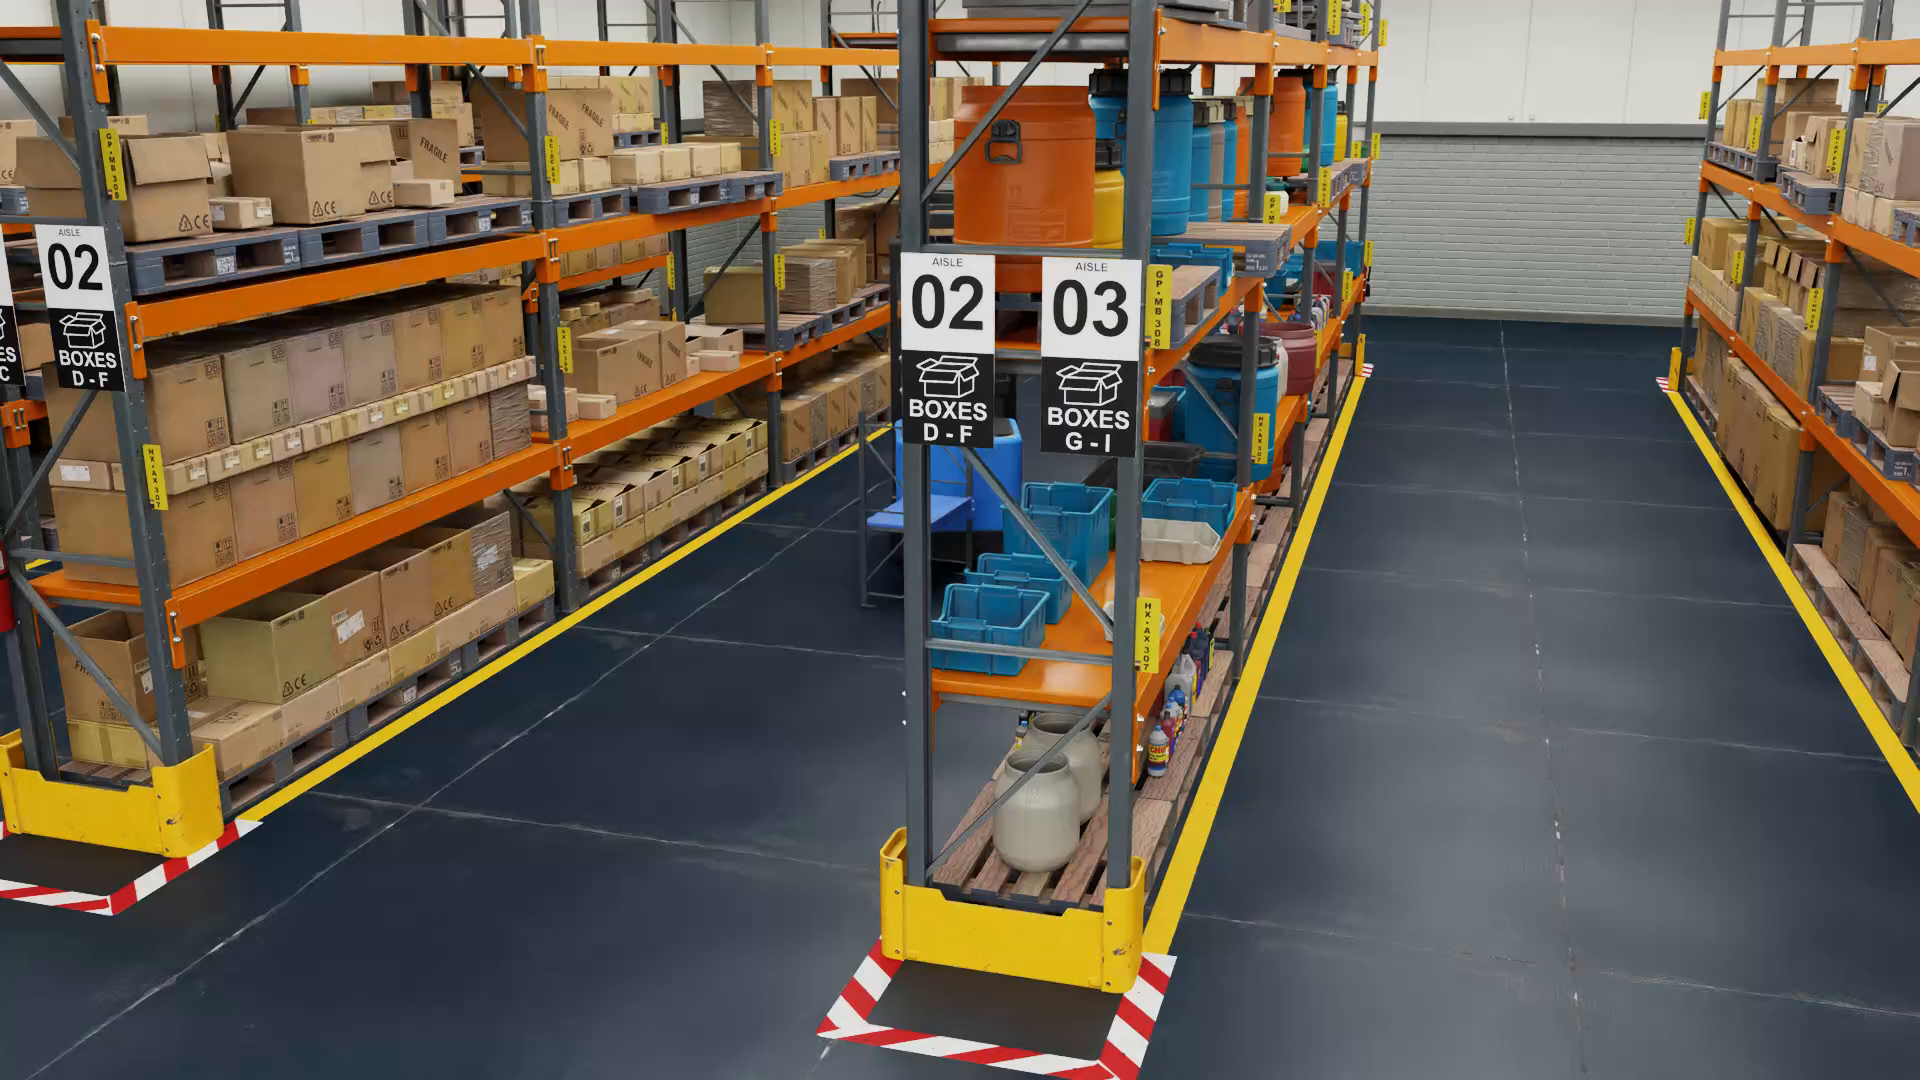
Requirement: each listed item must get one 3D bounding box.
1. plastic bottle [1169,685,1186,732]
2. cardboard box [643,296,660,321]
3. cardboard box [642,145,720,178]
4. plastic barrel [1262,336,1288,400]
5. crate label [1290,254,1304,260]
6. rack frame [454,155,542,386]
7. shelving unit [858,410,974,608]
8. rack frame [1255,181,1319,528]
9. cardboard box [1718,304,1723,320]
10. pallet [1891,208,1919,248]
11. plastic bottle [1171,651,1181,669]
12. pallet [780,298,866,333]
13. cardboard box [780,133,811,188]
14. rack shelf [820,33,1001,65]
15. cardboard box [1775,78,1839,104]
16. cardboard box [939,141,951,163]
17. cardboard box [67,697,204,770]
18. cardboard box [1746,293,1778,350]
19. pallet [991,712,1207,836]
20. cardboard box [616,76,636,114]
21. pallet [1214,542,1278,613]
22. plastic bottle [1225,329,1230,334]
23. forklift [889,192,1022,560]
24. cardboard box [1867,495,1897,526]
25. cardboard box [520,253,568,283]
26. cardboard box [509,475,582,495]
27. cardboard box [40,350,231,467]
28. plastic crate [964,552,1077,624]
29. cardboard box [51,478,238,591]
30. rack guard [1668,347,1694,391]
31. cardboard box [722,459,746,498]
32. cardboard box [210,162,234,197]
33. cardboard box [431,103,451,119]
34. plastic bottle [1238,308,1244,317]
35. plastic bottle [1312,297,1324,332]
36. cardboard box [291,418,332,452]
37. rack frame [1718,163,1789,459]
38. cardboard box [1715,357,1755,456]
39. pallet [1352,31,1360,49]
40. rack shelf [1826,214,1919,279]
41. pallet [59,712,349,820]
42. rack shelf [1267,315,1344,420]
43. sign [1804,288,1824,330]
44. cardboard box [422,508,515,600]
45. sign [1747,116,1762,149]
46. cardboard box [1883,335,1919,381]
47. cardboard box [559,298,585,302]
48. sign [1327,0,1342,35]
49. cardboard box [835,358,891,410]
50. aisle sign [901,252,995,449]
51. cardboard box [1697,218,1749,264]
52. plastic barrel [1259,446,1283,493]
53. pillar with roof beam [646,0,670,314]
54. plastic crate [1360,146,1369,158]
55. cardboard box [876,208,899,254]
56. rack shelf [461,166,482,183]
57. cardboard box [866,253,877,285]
[{"bbox_3d":[1.253,0.968,9.612,0.097,0.271,0.097,0,16,0],"label":"plastic bottle"},{"bbox_3d":[-4.799,-3.276,24.195,0.700,0.500,0.500,5,16,16],"label":"cardboard box"},{"bbox_3d":[-2.426,-3.303,14.485,0.500,0.250,0.500,5,17,17],"label":"cardboard box"},{"bbox_3d":[2.441,-1.375,13.474,0.421,0.512,0.421,0,16,0],"label":"plastic barrel"},{"bbox_3d":[4.416,-3.609,21.752,0.416,0.233,0.303,5,16,16],"label":"crate label"},{"bbox_3d":[-5.833,-3.421,20.894,1.000,3.000,0.127,5,16,16],"label":"rack frame"},{"bbox_3d":[-0.321,-0.329,12.742,0.538,1.500,1.048,6,17,21],"label":"shelving unit"},{"bbox_3d":[2.529,-1.607,14.496,1.000,3.000,0.127,5,16,16],"label":"rack frame"},{"bbox_3d":[8.406,-2.455,17.948,0.380,0.149,0.250,5,17,17],"label":"cardboard box"},{"bbox_3d":[6.710,-1.953,10.567,1.213,0.211,1.003,5,16,16],"label":"pallet"},{"bbox_3d":[1.282,0.775,10.286,0.152,0.276,0.135,5,16,16],"label":"plastic bottle"},{"bbox_3d":[-1.671,-2.408,17.675,1.003,0.211,1.213,5,16,16],"label":"pallet"},{"bbox_3d":[-1.983,-3.733,16.313,0.910,0.500,0.500,5,16,16],"label":"cardboard box"},{"bbox_3d":[-0.514,-6.100,20.668,1.077,0.370,4.000,5,16,16],"label":"rack shelf"},{"bbox_3d":[8.688,-4.617,17.101,0.500,0.250,0.500,4,16,12],"label":"cardboard box"},{"bbox_3d":[-0.418,-4.778,20.456,0.500,0.250,0.500,5,16,16],"label":"cardboard box"},{"bbox_3d":[-4.624,1.059,9.368,0.500,0.250,0.500,5,16,16],"label":"cardboard box"},{"bbox_3d":[7.902,-2.084,15.998,0.500,0.500,0.500,5,16,16],"label":"cardboard box"},{"bbox_3d":[0.816,1.274,9.450,1.003,0.211,1.213,5,16,16],"label":"pallet"},{"bbox_3d":[-4.795,-6.107,22.813,0.500,0.500,0.500,5,17,18],"label":"cardboard box"},{"bbox_3d":[1.923,0.253,13.051,1.003,0.211,1.213,5,16,16],"label":"pallet"},{"bbox_3d":[2.544,-1.917,15.956,0.097,0.201,0.097,0,16,0],"label":"plastic bottle"},{"bbox_3d":[-0.068,-1.594,14.576,1.130,2.935,3.031,-1,16,-2],"label":"forklift"},{"bbox_3d":[6.975,-0.275,12.203,0.500,0.250,0.500,7,17,22],"label":"cardboard box"},{"bbox_3d":[-5.663,-3.706,21.349,0.980,0.700,0.700,5,17,17],"label":"cardboard box"},{"bbox_3d":[-3.374,-0.359,13.339,0.500,0.311,0.500,5,17,17],"label":"cardboard box"},{"bbox_3d":[-4.333,-0.706,8.760,0.700,0.500,0.500,5,16,16],"label":"cardboard box"},{"bbox_3d":[0.301,0.234,8.278,0.499,0.251,0.408,5,16,16],"label":"plastic crate"},{"bbox_3d":[-4.348,-0.068,8.888,0.700,0.500,0.500,5,16,16],"label":"cardboard box"},{"bbox_3d":[9.558,-2.119,20.884,1.175,0.500,0.348,5,16,16],"label":"rack guard"},{"bbox_3d":[-2.278,-0.579,15.143,0.500,0.250,0.500,4,16,15],"label":"cardboard box"},{"bbox_3d":[-4.260,-2.035,9.648,0.500,0.311,0.500,7,17,22],"label":"cardboard box"},{"bbox_3d":[-6.285,-4.752,19.099,0.700,0.500,0.500,4,16,15],"label":"cardboard box"},{"bbox_3d":[2.840,-2.199,16.812,0.152,0.276,0.135,5,16,16],"label":"plastic bottle"},{"bbox_3d":[3.665,-2.315,17.085,0.144,0.351,0.185,5,16,16],"label":"plastic bottle"},{"bbox_3d":[-3.883,-0.615,9.628,0.380,0.149,0.250,4,16,14],"label":"cardboard box"},{"bbox_3d":[8.414,-2.269,16.832,1.000,3.000,0.127,5,16,16],"label":"rack frame"},{"bbox_3d":[8.252,-1.280,16.469,1.225,0.875,0.875,5,16,16],"label":"cardboard box"},{"bbox_3d":[3.460,-5.037,16.676,1.003,0.211,1.213,5,16,16],"label":"pallet"},{"bbox_3d":[6.709,-1.796,10.986,1.077,0.370,4.000,5,16,16],"label":"rack shelf"},{"bbox_3d":[-4.316,1.240,9.572,1.003,0.211,1.213,5,16,16],"label":"pallet"},{"bbox_3d":[3.097,-1.784,16.439,1.077,0.370,4.000,5,16,16],"label":"rack shelf"},{"bbox_3d":[6.744,-1.822,13.133,0.100,0.325,0.005,5,16,16],"label":"sign"},{"bbox_3d":[-3.432,0.083,11.434,0.500,0.500,0.500,5,16,16],"label":"cardboard box"},{"bbox_3d":[7.882,-4.041,16.491,0.100,0.325,0.005,5,16,16],"label":"sign"},{"bbox_3d":[7.100,-1.174,12.020,0.700,0.500,0.500,7,17,24],"label":"cardboard box"},{"bbox_3d":[-5.387,-3.239,22.873,0.380,0.149,0.250,4,16,15],"label":"cardboard box"},{"bbox_3d":[3.058,-4.297,13.578,0.100,0.325,0.005,5,16,16],"label":"sign"},{"bbox_3d":[-1.097,-1.767,18.837,0.500,0.500,0.500,5,16,16],"label":"cardboard box"},{"bbox_3d":[-0.050,-0.768,6.777,0.394,0.787,0.004,5,16,16],"label":"aisle sign"},{"bbox_3d":[9.014,-3.512,19.569,0.500,0.500,0.500,4,16,15],"label":"cardboard box"},{"bbox_3d":[2.651,-0.894,15.191,0.600,0.830,0.708,5,16,16],"label":"plastic barrel"},{"bbox_3d":[-0.631,-7.794,25.315,9.100,9.000,0.400,5,16,16],"label":"pillar with roof beam"},{"bbox_3d":[4.796,-4.760,20.507,0.450,0.188,0.336,5,16,16],"label":"plastic crate"},{"bbox_3d":[-0.679,-3.669,19.751,0.500,0.500,0.500,5,17,17],"label":"cardboard box"},{"bbox_3d":[-6.401,-3.995,18.738,1.077,0.370,4.000,5,16,16],"label":"rack shelf"},{"bbox_3d":[-1.187,-3.237,20.061,0.500,0.500,0.500,5,17,17],"label":"cardboard box"}]
